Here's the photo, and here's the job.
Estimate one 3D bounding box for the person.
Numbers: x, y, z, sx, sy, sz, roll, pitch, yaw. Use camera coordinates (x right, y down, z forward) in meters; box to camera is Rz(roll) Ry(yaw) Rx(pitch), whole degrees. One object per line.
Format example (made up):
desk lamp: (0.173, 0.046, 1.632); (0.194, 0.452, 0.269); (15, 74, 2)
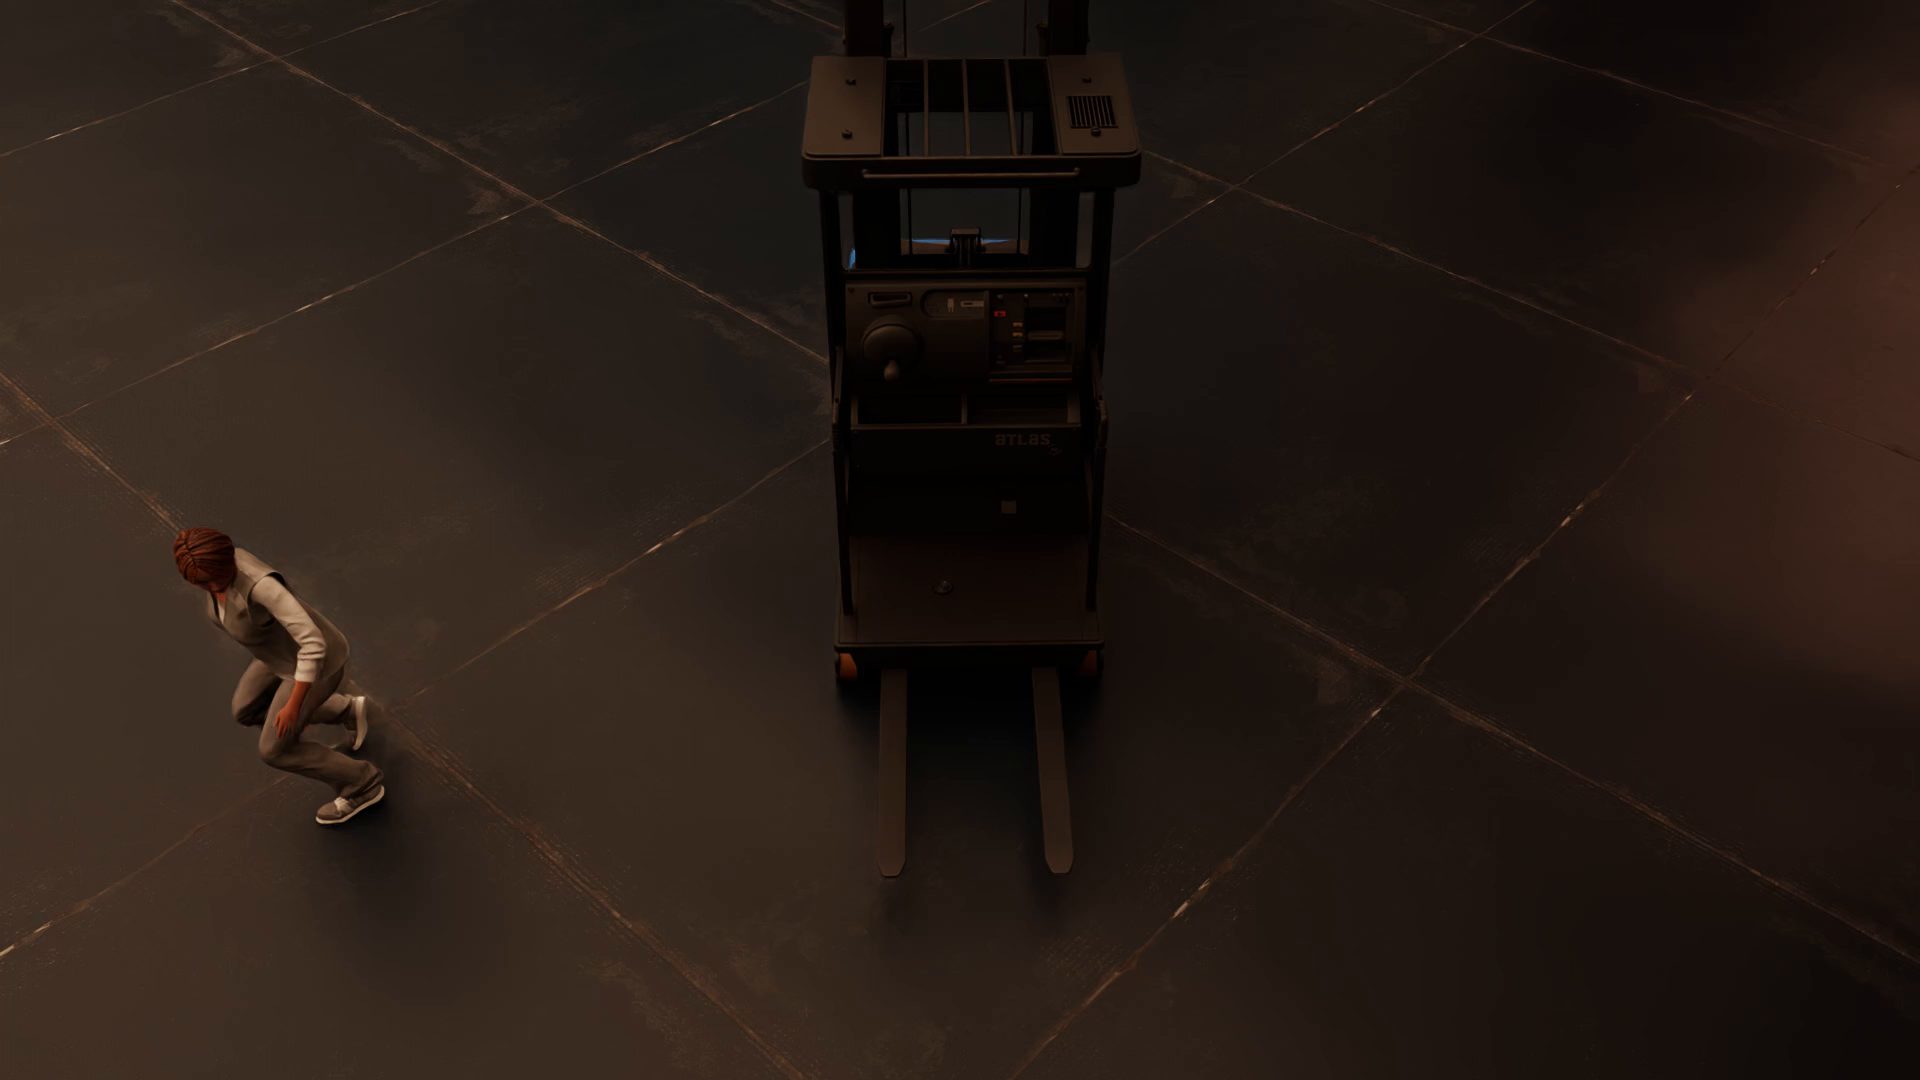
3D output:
person: (-2.485, 0.411, 6.124); (0.486, 1.423, 0.813); (-30, 49, -30)

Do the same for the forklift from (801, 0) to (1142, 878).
forklift: (0.030, -0.731, 6.281); (1.130, 2.935, 3.031); (-1, 41, -1)
